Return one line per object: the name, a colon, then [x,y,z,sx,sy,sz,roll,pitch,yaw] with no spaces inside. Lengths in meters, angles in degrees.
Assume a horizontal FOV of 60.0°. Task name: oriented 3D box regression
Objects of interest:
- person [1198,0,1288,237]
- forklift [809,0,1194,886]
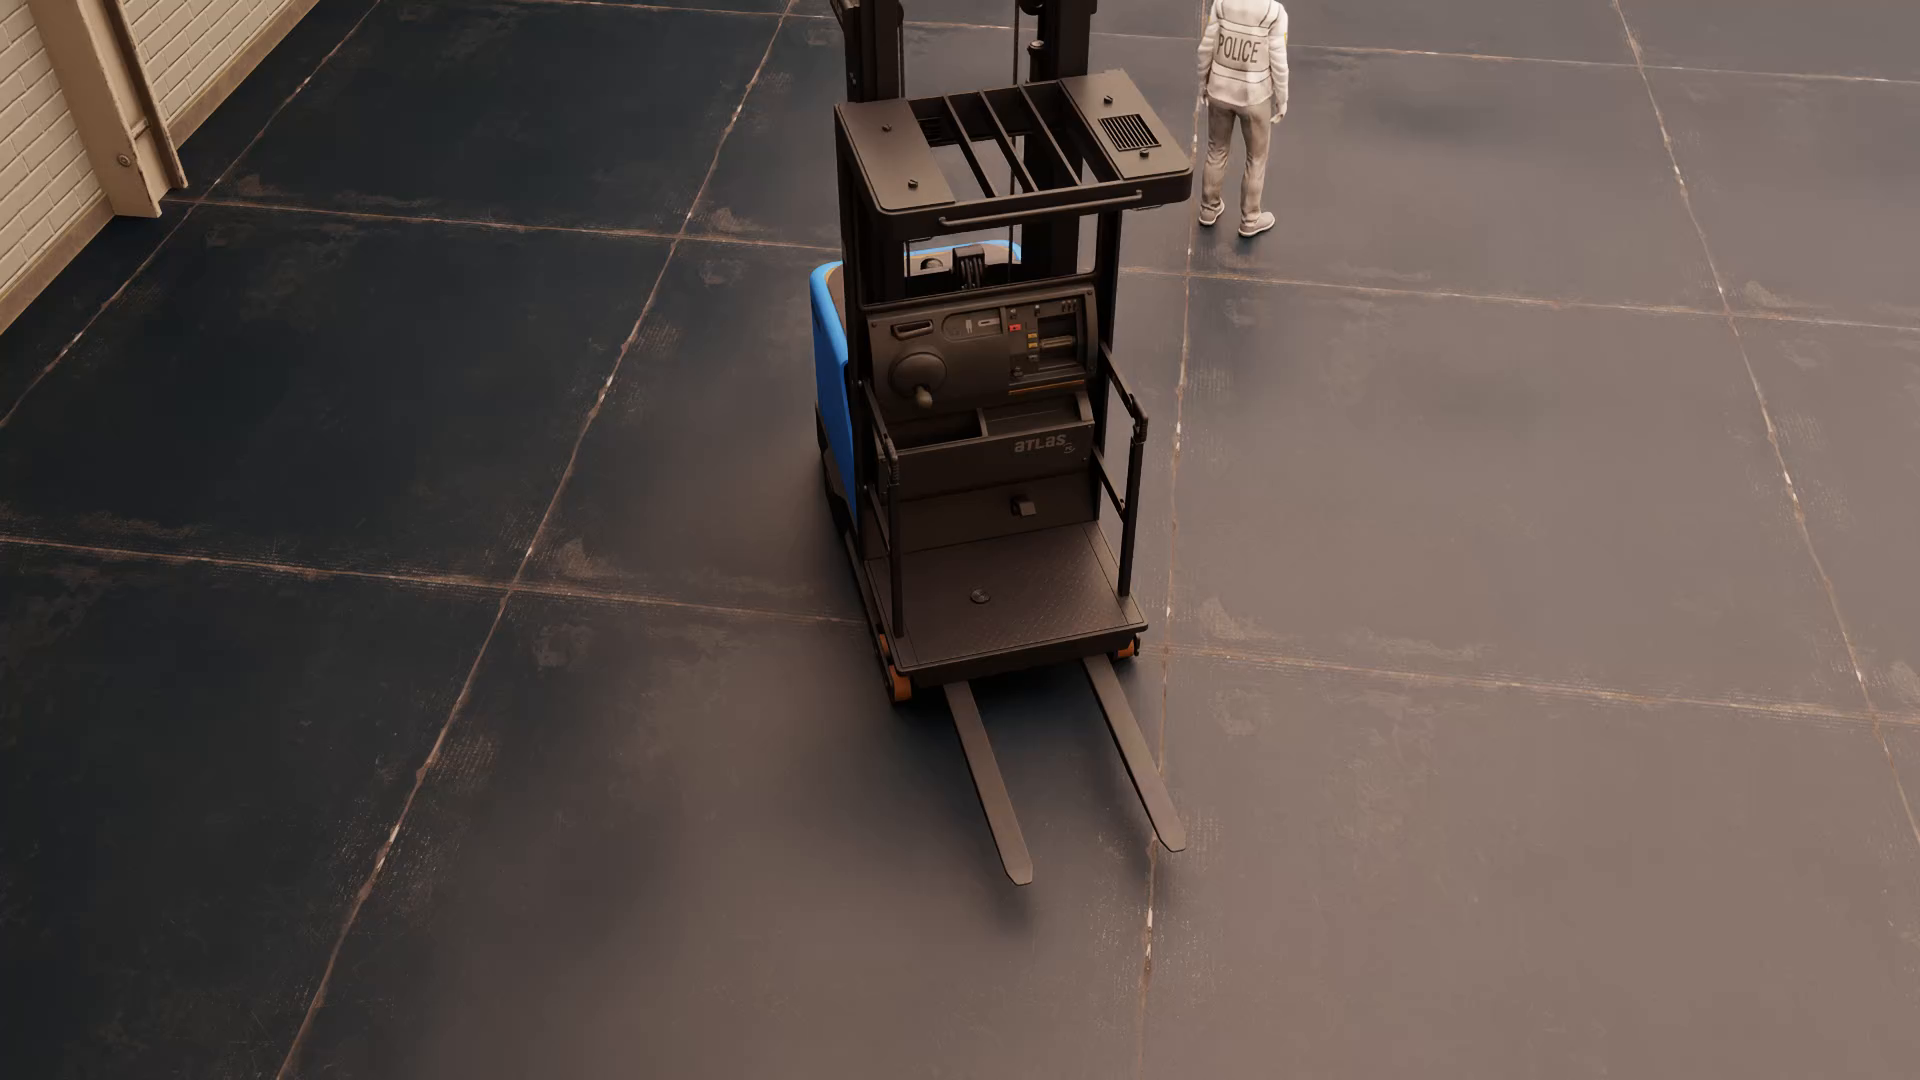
person: [1.592,-2.521,9.408,0.538,1.663,0.377,21,47,22]
forklift: [0.153,-0.681,6.465,1.130,2.935,3.031,-10,44,-11]
